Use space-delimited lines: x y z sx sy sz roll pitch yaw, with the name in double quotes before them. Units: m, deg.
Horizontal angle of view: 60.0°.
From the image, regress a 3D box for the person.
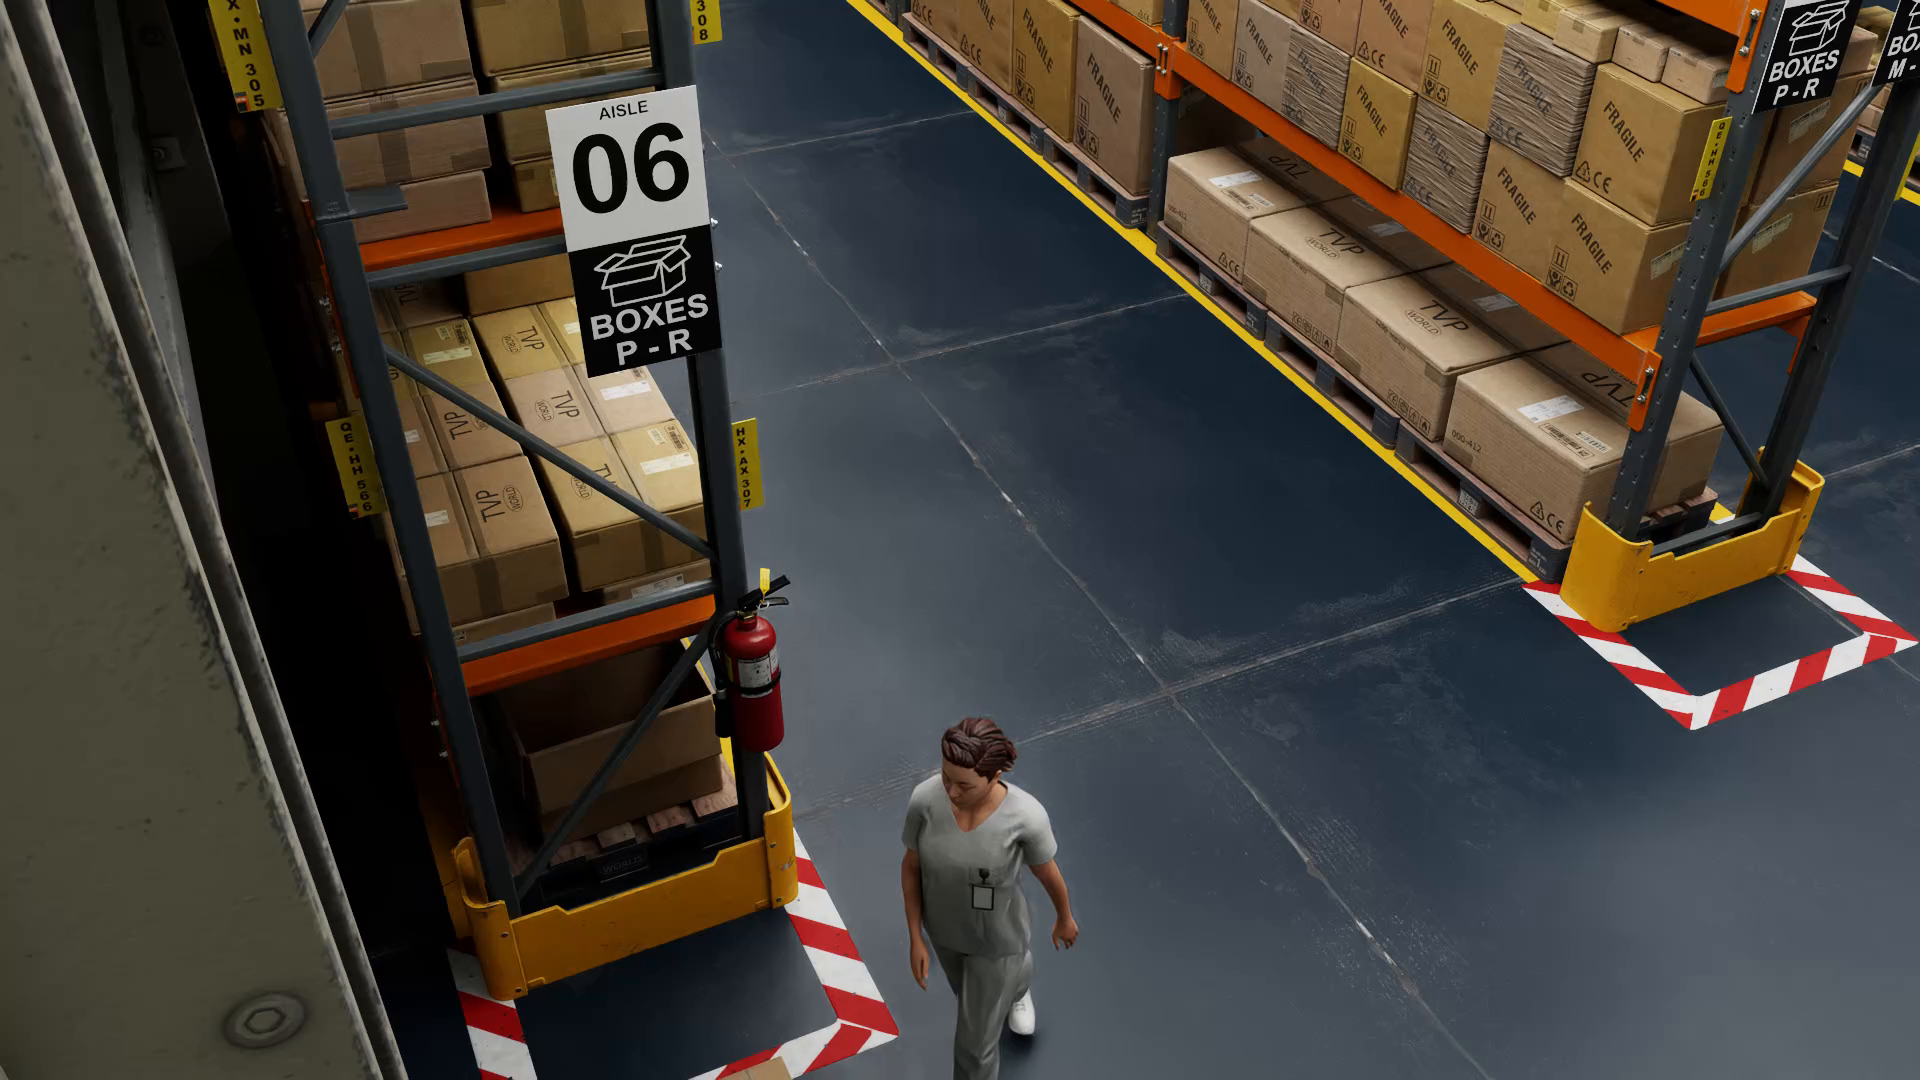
"person" 0.061 1.194 5.104 0.506 1.634 0.940 17 41 21
